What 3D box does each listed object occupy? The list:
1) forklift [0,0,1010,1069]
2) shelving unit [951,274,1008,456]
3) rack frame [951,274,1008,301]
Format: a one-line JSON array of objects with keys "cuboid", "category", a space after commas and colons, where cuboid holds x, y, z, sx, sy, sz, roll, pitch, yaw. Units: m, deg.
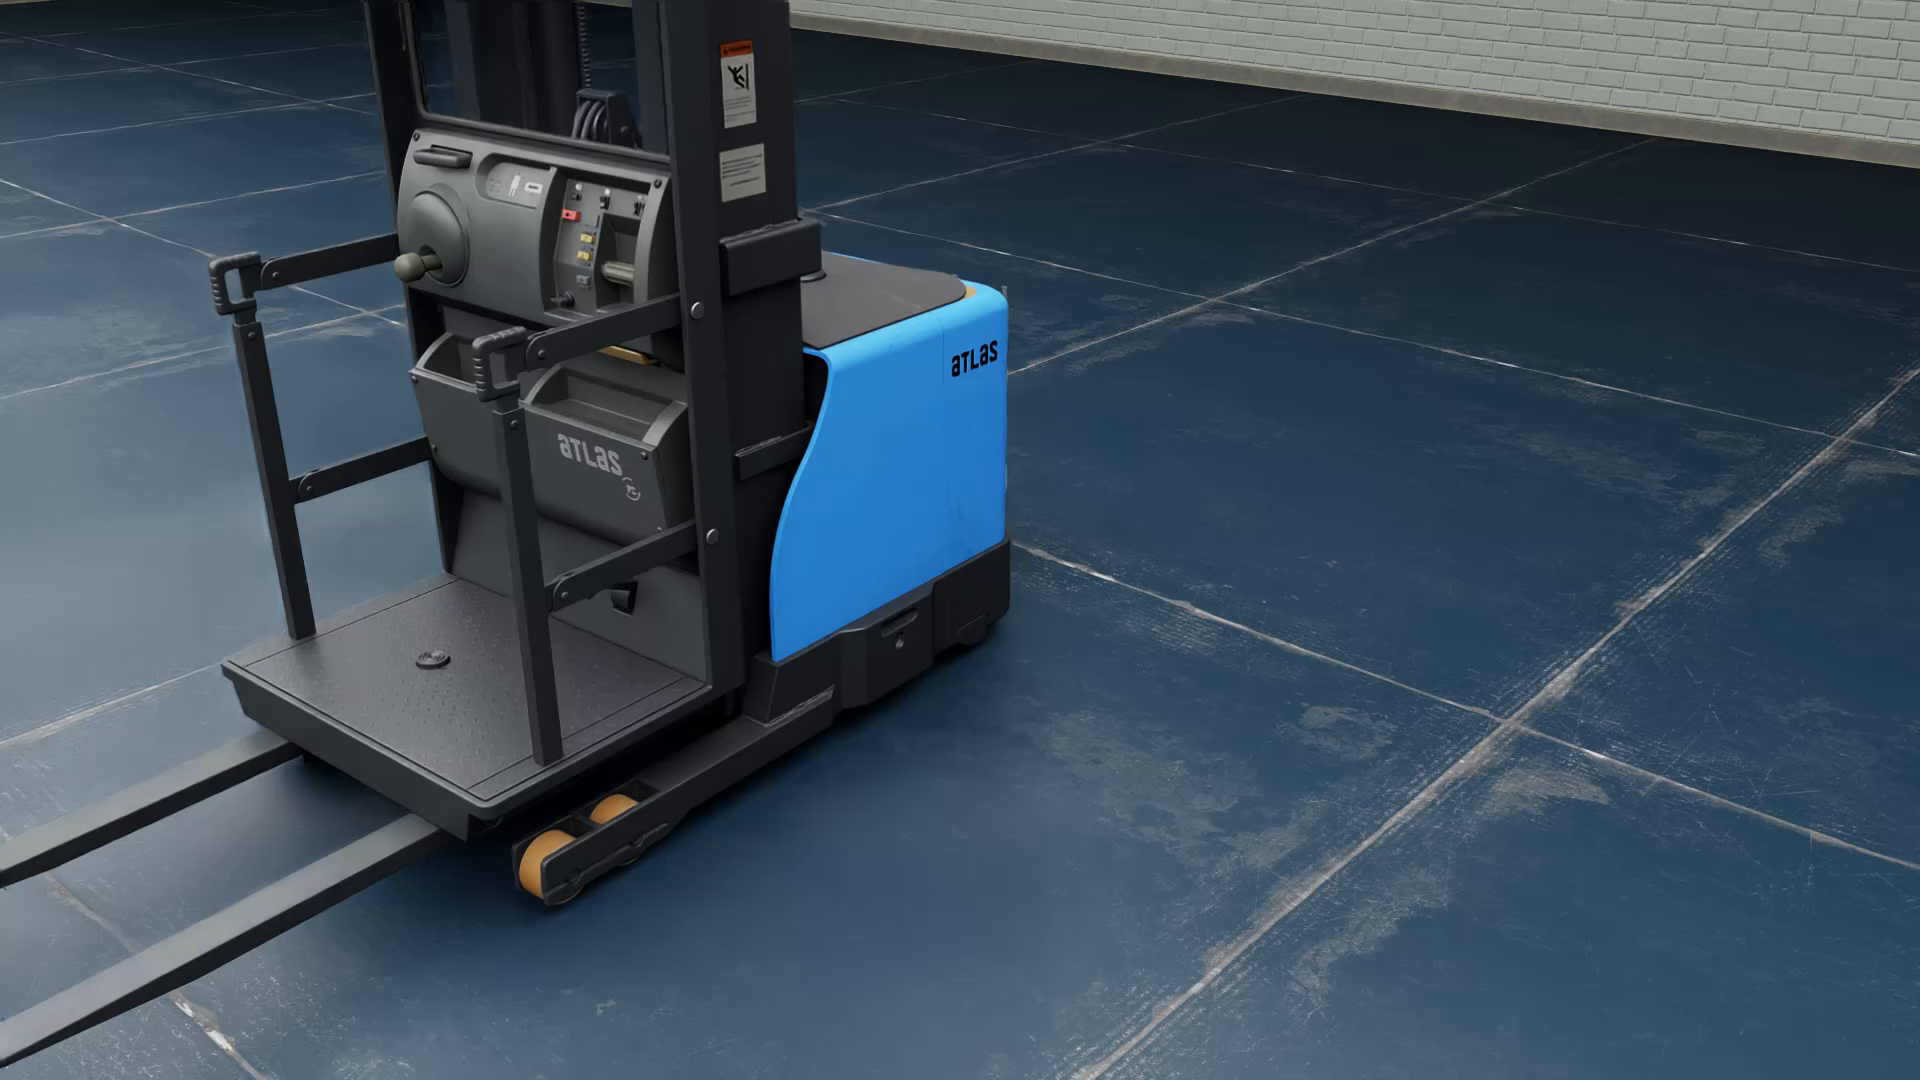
[{"cuboid": [-1.154, -0.721, 3.776, 1.130, 2.935, 3.031, 18, 30, 34], "category": "forklift"}, {"cuboid": [-0.005, -0.408, 5.560, 0.258, 0.900, 0.210, 20, 31, 38], "category": "shelving unit"}, {"cuboid": [0.062, -0.439, 5.629, 0.240, 0.900, 0.006, 20, 31, 38], "category": "rack frame"}]
